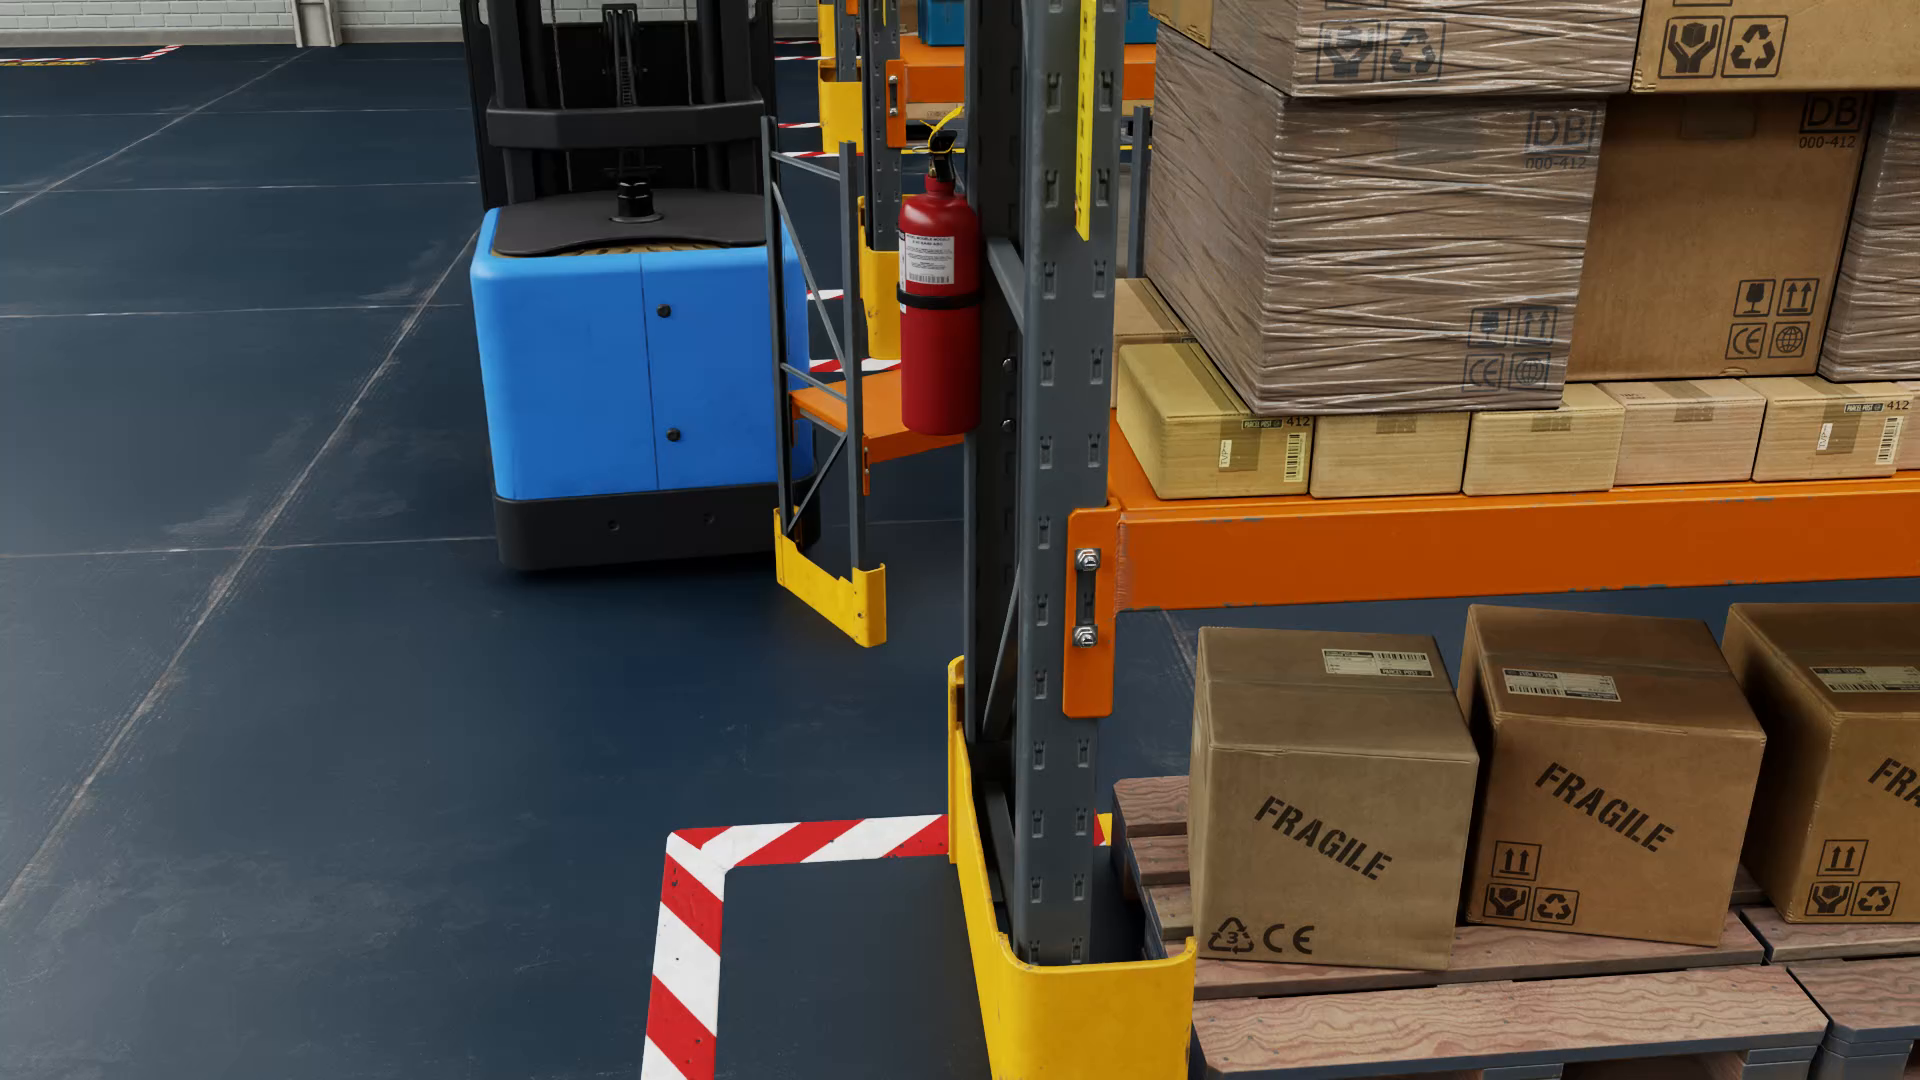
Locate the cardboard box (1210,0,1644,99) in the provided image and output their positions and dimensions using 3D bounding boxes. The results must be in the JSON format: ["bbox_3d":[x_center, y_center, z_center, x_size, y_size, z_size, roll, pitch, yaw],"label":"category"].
[{"bbox_3d":[0.694,-0.961,2.498,0.500,0.500,0.500,-2,24,-5],"label":"cardboard box"}]

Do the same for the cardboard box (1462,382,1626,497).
[{"bbox_3d":[0.928,-0.217,2.854,0.250,0.149,0.380,-2,24,-5],"label":"cardboard box"}]

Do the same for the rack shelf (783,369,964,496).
[{"bbox_3d":[-0.004,-0.411,5.271,1.000,0.185,0.538,-15,28,-30],"label":"rack shelf"}]

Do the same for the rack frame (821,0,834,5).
[{"bbox_3d":[-1.341,-6.417,16.494,0.127,3.000,1.000,-2,24,-5],"label":"rack frame"}]

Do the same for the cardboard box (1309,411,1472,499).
[{"bbox_3d":[0.677,-0.213,2.845,0.250,0.149,0.380,-2,24,-5],"label":"cardboard box"}]

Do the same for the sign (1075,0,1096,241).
[{"bbox_3d":[0.173,-0.587,2.311,0.005,0.325,0.100,-2,24,-5],"label":"sign"}]

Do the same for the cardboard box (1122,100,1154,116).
[{"bbox_3d":[1.198,-3.341,12.442,0.500,0.250,0.500,-2,24,-5],"label":"cardboard box"}]

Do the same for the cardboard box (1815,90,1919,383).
[{"bbox_3d":[1.657,-0.674,3.084,0.500,0.500,0.875,-2,24,-5],"label":"cardboard box"}]

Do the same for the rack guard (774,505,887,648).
[{"bbox_3d":[-0.412,0.105,5.205,0.087,0.250,0.587,-15,28,-30],"label":"rack guard"}]

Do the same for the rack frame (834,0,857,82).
[{"bbox_3d":[-0.850,-4.415,11.989,0.127,3.000,1.000,-2,24,-5],"label":"rack frame"}]

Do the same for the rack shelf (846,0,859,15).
[{"bbox_3d":[1.140,-4.166,12.315,4.000,0.370,1.077,-2,24,-5],"label":"rack shelf"}]

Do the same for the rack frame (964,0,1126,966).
[{"bbox_3d":[0.120,-0.411,2.981,0.127,3.000,1.000,-2,24,-5],"label":"rack frame"}]

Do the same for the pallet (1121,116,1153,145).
[{"bbox_3d":[1.118,-3.236,12.769,1.213,0.211,1.003,-2,24,-5],"label":"pallet"}]

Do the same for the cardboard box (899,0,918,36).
[{"bbox_3d":[-0.346,-3.835,12.629,0.500,0.500,0.500,-2,24,-5],"label":"cardboard box"}]

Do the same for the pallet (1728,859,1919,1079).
[{"bbox_3d":[2.218,0.795,3.701,1.213,0.211,1.003,-2,24,-5],"label":"pallet"}]

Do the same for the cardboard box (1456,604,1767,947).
[{"bbox_3d":[1.334,0.484,3.529,0.500,0.500,0.500,4,24,9],"label":"cardboard box"}]

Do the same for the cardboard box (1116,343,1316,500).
[{"bbox_3d":[0.427,-0.211,2.840,0.250,0.149,0.380,-2,24,-5],"label":"cardboard box"}]

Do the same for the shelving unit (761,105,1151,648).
[{"bbox_3d":[0.003,-0.578,5.203,1.083,1.500,0.587,-15,28,-30],"label":"shelving unit"}]

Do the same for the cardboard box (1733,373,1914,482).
[{"bbox_3d":[1.424,-0.242,2.912,0.250,0.149,0.380,-2,24,-5],"label":"cardboard box"}]

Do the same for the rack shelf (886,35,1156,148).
[{"bbox_3d":[1.623,-2.164,7.810,4.000,0.370,1.077,-2,24,-5],"label":"rack shelf"}]

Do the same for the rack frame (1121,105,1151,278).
[{"bbox_3d":[0.419,-0.690,5.455,0.032,1.500,0.500,-15,28,-30],"label":"rack frame"}]

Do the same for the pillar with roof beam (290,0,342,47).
[{"bbox_3d":[-6.277,-7.556,11.671,0.400,9.000,9.100,-2,24,-5],"label":"pillar with roof beam"}]

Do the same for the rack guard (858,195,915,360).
[{"bbox_3d":[-0.296,-1.292,8.042,0.348,0.500,1.175,-2,24,-5],"label":"rack guard"}]

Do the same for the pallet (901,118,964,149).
[{"bbox_3d":[-0.093,-3.188,12.663,1.213,0.211,1.003,-2,24,-5],"label":"pallet"}]

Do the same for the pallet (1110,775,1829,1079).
[{"bbox_3d":[1.007,0.843,3.595,1.213,0.211,1.003,-2,24,-5],"label":"pallet"}]

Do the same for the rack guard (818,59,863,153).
[{"bbox_3d":[-0.874,-3.272,12.495,0.348,0.500,1.175,-2,24,-5],"label":"rack guard"}]

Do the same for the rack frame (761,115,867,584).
[{"bbox_3d":[-0.428,-0.461,4.941,0.032,1.500,0.500,-15,28,-30],"label":"rack frame"}]

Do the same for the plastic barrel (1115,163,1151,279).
[{"bbox_3d":[0.779,-1.545,8.078,0.421,0.512,0.421,0,24,0],"label":"plastic barrel"}]

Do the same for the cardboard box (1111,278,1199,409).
[{"bbox_3d":[0.383,-0.391,3.245,0.250,0.149,0.380,-2,24,-5],"label":"cardboard box"}]

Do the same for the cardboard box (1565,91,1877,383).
[{"bbox_3d":[1.155,-0.671,3.078,0.500,0.500,0.875,-2,24,-5],"label":"cardboard box"}]

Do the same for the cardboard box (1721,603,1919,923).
[{"bbox_3d":[1.959,0.467,3.568,0.500,0.500,0.500,0,24,0],"label":"cardboard box"}]

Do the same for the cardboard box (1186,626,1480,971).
[{"bbox_3d":[0.743,0.522,3.444,0.500,0.500,0.500,2,24,5],"label":"cardboard box"}]

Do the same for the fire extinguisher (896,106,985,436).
[{"bbox_3d":[-0.040,-0.557,3.405,0.183,0.674,0.296,-2,24,-5],"label":"fire extinguisher"}]

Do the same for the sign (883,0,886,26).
[{"bbox_3d":[-0.317,-2.316,6.928,0.005,0.325,0.100,-2,24,-5],"label":"sign"}]

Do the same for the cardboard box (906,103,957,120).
[{"bbox_3d":[-0.295,-3.282,12.309,0.500,0.250,0.500,-2,24,-5],"label":"cardboard box"}]

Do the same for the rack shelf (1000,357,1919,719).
[{"bbox_3d":[2.110,-0.162,3.306,4.000,0.370,1.077,-2,24,-5],"label":"rack shelf"}]

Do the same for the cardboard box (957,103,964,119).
[{"bbox_3d":[0.202,-3.303,12.357,0.500,0.250,0.500,-2,24,-5],"label":"cardboard box"}]

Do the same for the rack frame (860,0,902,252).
[{"bbox_3d":[-0.367,-2.413,7.485,0.127,3.000,1.000,-2,24,-5],"label":"rack frame"}]

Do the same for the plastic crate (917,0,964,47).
[{"bbox_3d":[0.101,-2.486,7.832,0.616,0.251,0.499,-2,24,-5],"label":"plastic crate"}]

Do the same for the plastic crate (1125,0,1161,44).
[{"bbox_3d":[0.748,-2.509,7.885,0.408,0.251,0.499,-2,24,-5],"label":"plastic crate"}]

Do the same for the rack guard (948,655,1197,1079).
[{"bbox_3d":[0.195,0.729,3.495,0.348,0.500,1.175,-2,24,-5],"label":"rack guard"}]

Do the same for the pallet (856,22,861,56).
[{"bbox_3d":[-0.453,-5.164,17.108,1.213,0.211,1.003,-2,24,-5],"label":"pallet"}]

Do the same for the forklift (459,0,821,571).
[{"bbox_3d":[-1.262,-1.811,6.217,1.130,2.935,3.031,-5,24,-10],"label":"forklift"}]

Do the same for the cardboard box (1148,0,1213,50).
[{"bbox_3d":[0.643,-1.171,2.971,0.500,0.500,0.500,-2,24,-5],"label":"cardboard box"}]

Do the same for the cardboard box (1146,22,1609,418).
[{"bbox_3d":[0.670,-0.603,2.924,0.500,0.500,0.875,-2,24,-5],"label":"cardboard box"}]

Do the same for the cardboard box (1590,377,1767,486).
[{"bbox_3d":[1.174,-0.235,2.896,0.250,0.149,0.380,-2,24,-5],"label":"cardboard box"}]

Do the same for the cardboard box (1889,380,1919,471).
[{"bbox_3d":[1.670,-0.263,2.959,0.250,0.149,0.380,-2,24,-5],"label":"cardboard box"}]

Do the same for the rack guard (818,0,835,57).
[{"bbox_3d":[-1.265,-5.278,17.008,0.348,0.500,1.175,-2,24,-5],"label":"rack guard"}]

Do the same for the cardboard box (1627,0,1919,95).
[{"bbox_3d":[1.192,-0.978,2.537,0.500,0.500,0.500,-2,24,-5],"label":"cardboard box"}]
